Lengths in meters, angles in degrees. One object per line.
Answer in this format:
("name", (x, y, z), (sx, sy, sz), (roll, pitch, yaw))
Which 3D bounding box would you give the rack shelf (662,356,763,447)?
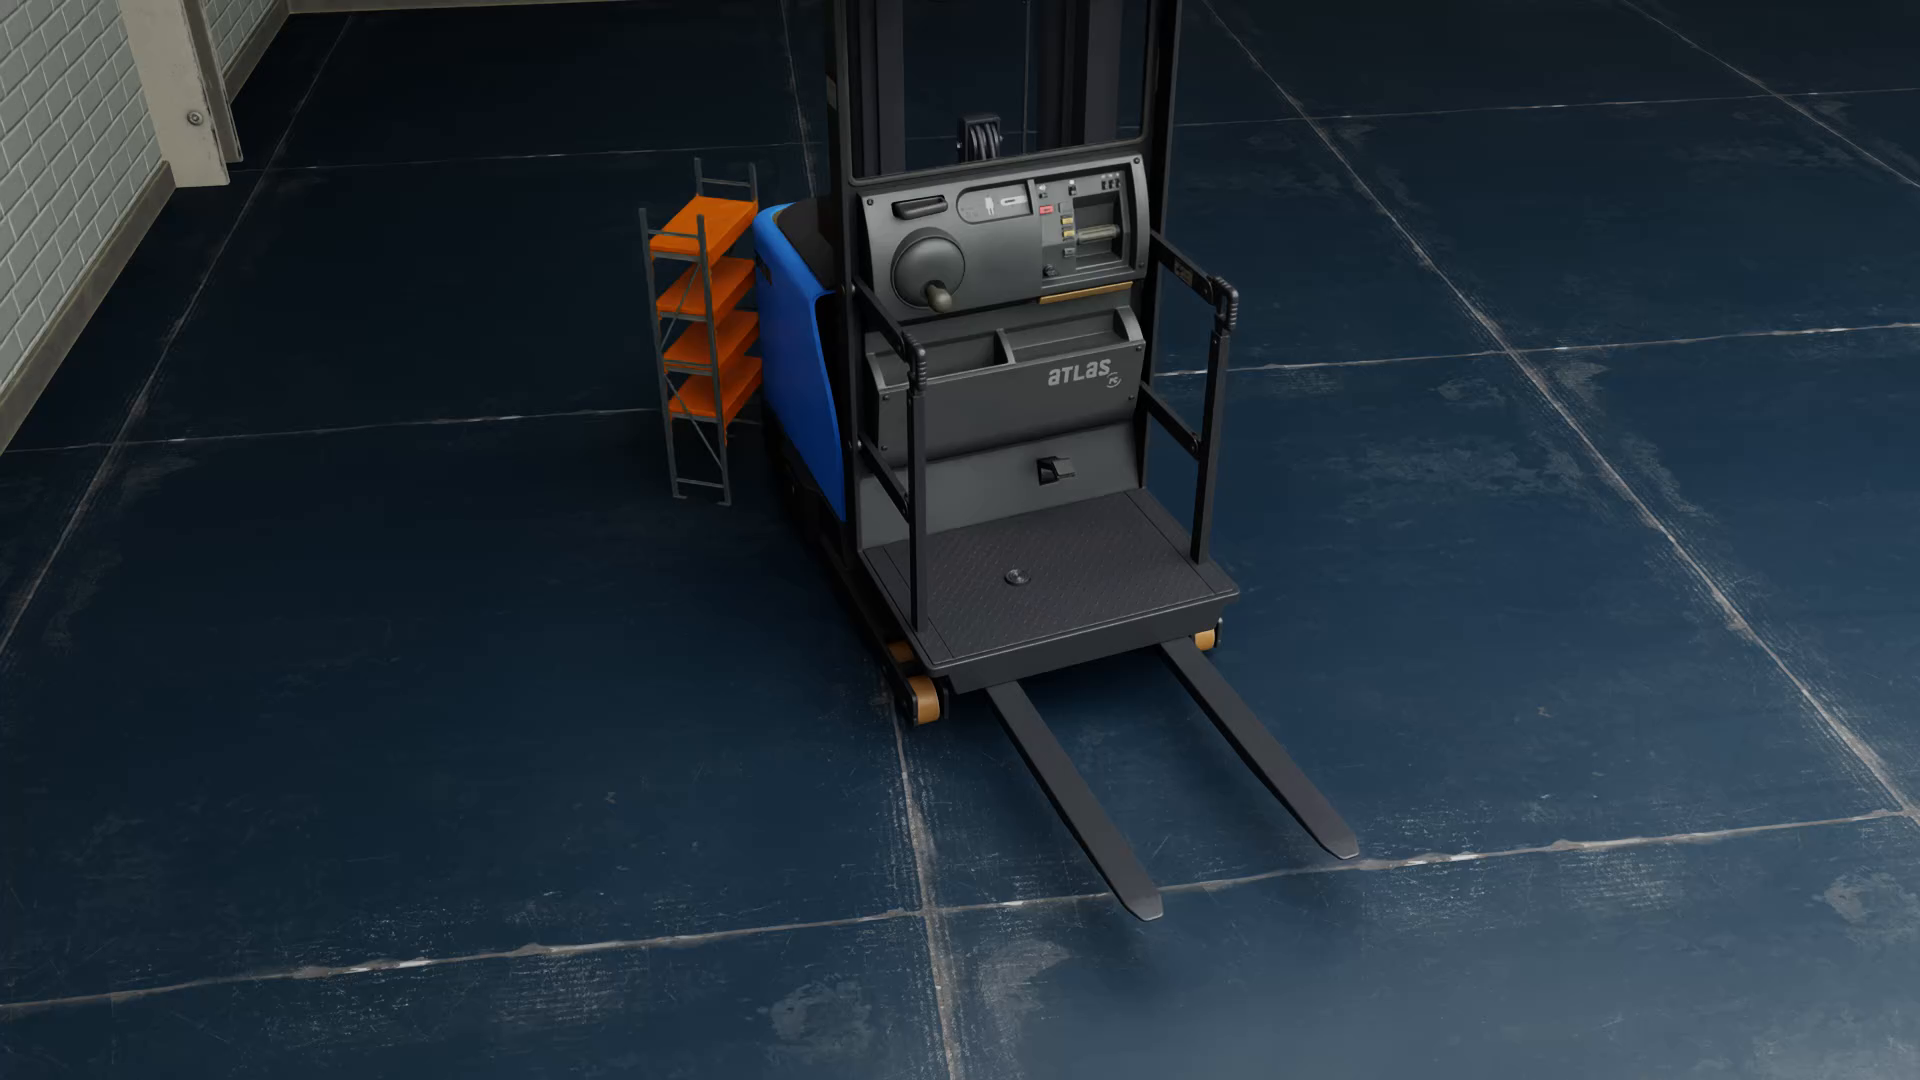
("rack shelf", (-0.939, -0.560, 6.477), (0.258, 0.148, 0.480), (9, 35, 13))

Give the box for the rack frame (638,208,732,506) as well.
("rack frame", (-1.006, -0.648, 6.134), (0.240, 1.200, 0.015), (9, 35, 13))

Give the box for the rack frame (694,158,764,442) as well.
("rack frame", (-0.875, -0.912, 6.522), (0.240, 1.200, 0.015), (9, 35, 13))

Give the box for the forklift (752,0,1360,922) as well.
("forklift", (0.233, -0.883, 4.943), (1.130, 2.935, 3.031), (-13, 36, -18))

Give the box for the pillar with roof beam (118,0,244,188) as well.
("pillar with roof beam", (0.079, -6.088, 7.193), (9.100, 9.000, 0.400), (-4, 35, -6))

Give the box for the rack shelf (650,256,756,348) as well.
("rack shelf", (-0.941, -0.909, 6.240), (0.258, 0.148, 0.480), (9, 35, 13))

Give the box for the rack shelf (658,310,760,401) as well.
("rack shelf", (-0.940, -0.724, 6.366), (0.258, 0.148, 0.480), (9, 35, 13))

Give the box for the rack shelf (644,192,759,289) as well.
("rack shelf", (-0.942, -1.105, 6.107), (0.258, 0.148, 0.480), (9, 35, 13))

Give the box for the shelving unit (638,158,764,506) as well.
("shelving unit", (-0.940, -0.780, 6.328), (0.258, 1.200, 0.503), (9, 35, 13))
